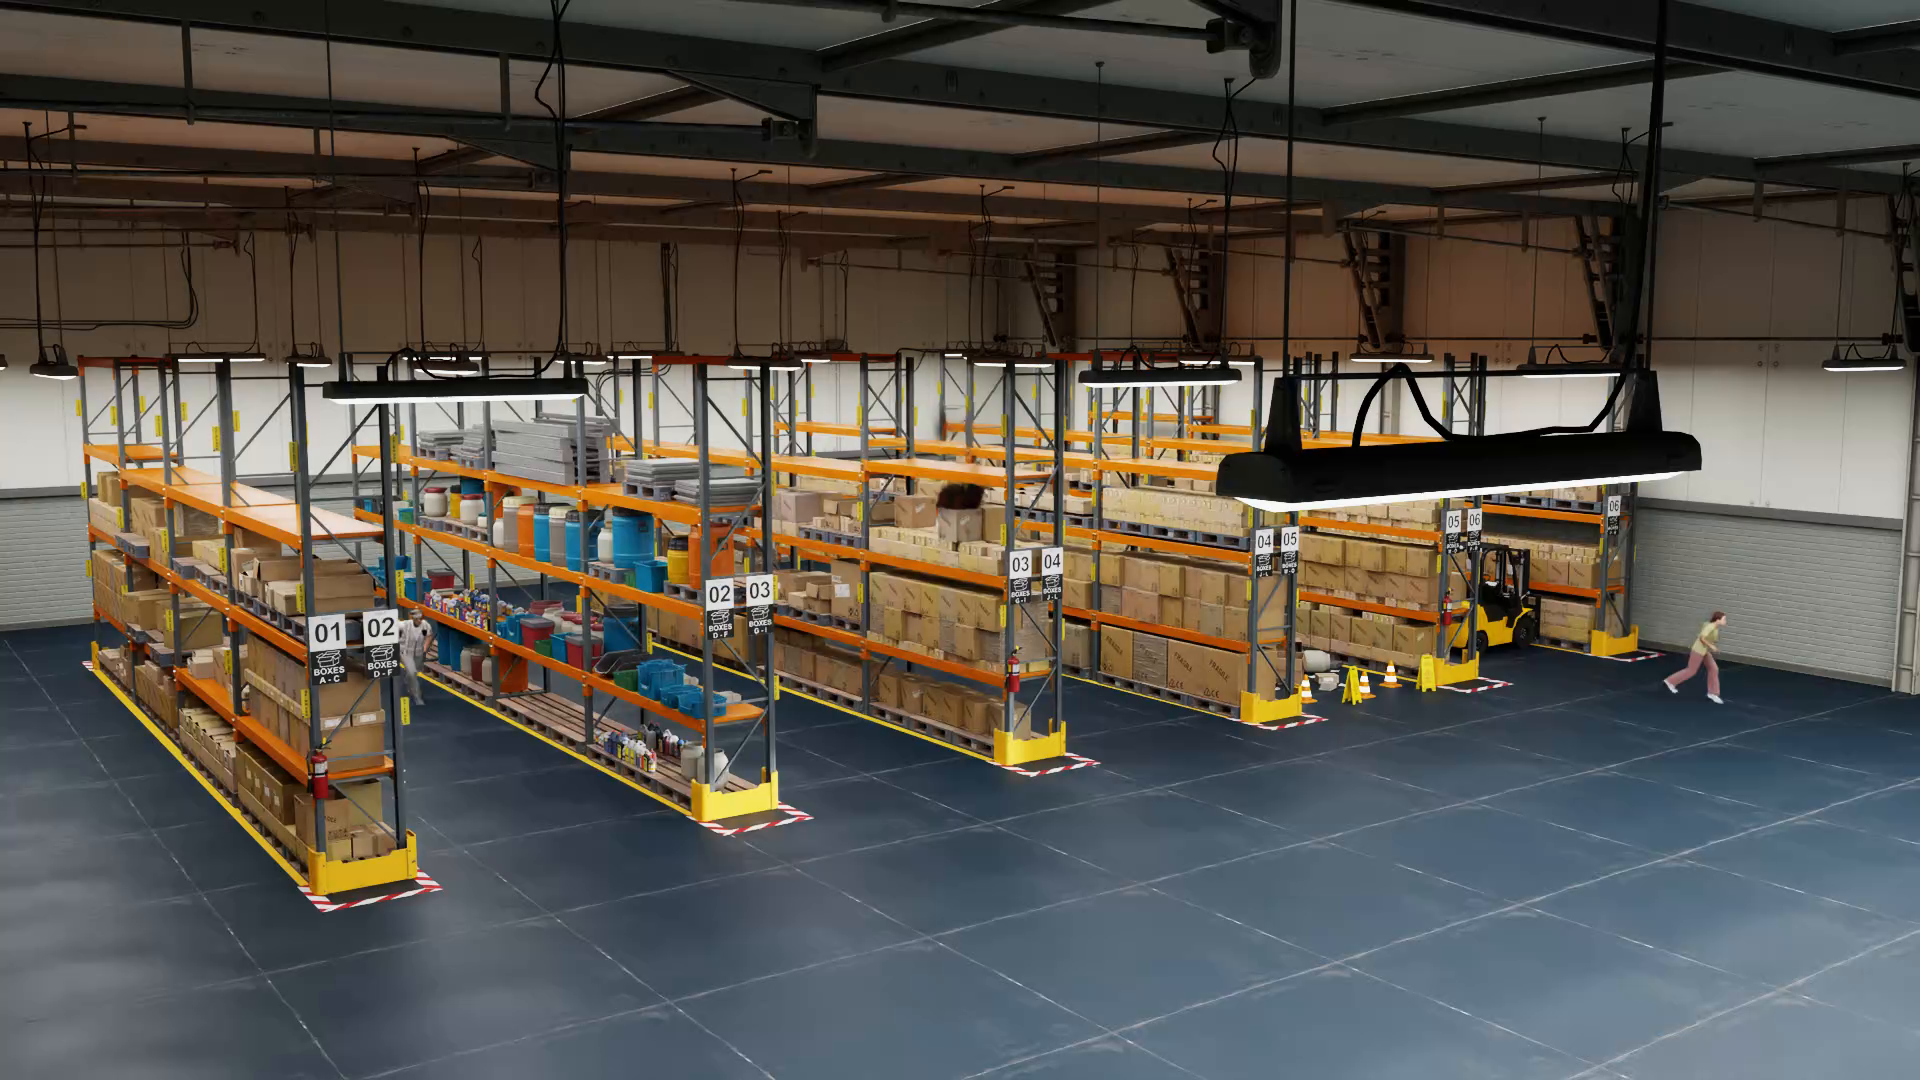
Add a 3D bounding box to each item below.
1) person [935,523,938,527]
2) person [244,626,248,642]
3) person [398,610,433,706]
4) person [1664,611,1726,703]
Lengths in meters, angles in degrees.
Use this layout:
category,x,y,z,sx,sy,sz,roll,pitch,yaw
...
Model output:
category,x,y,z,sx,sy,sz,roll,pitch,yaw
person,-0.807,0.063,44.728,0.561,1.713,0.770,-1,7,-10
person,-14.179,1.567,32.600,0.588,1.687,0.841,-6,9,-42
person,-9.592,2.015,29.057,0.704,1.720,1.030,-4,8,-33
person,12.931,2.022,29.215,1.004,1.624,0.613,4,8,31
